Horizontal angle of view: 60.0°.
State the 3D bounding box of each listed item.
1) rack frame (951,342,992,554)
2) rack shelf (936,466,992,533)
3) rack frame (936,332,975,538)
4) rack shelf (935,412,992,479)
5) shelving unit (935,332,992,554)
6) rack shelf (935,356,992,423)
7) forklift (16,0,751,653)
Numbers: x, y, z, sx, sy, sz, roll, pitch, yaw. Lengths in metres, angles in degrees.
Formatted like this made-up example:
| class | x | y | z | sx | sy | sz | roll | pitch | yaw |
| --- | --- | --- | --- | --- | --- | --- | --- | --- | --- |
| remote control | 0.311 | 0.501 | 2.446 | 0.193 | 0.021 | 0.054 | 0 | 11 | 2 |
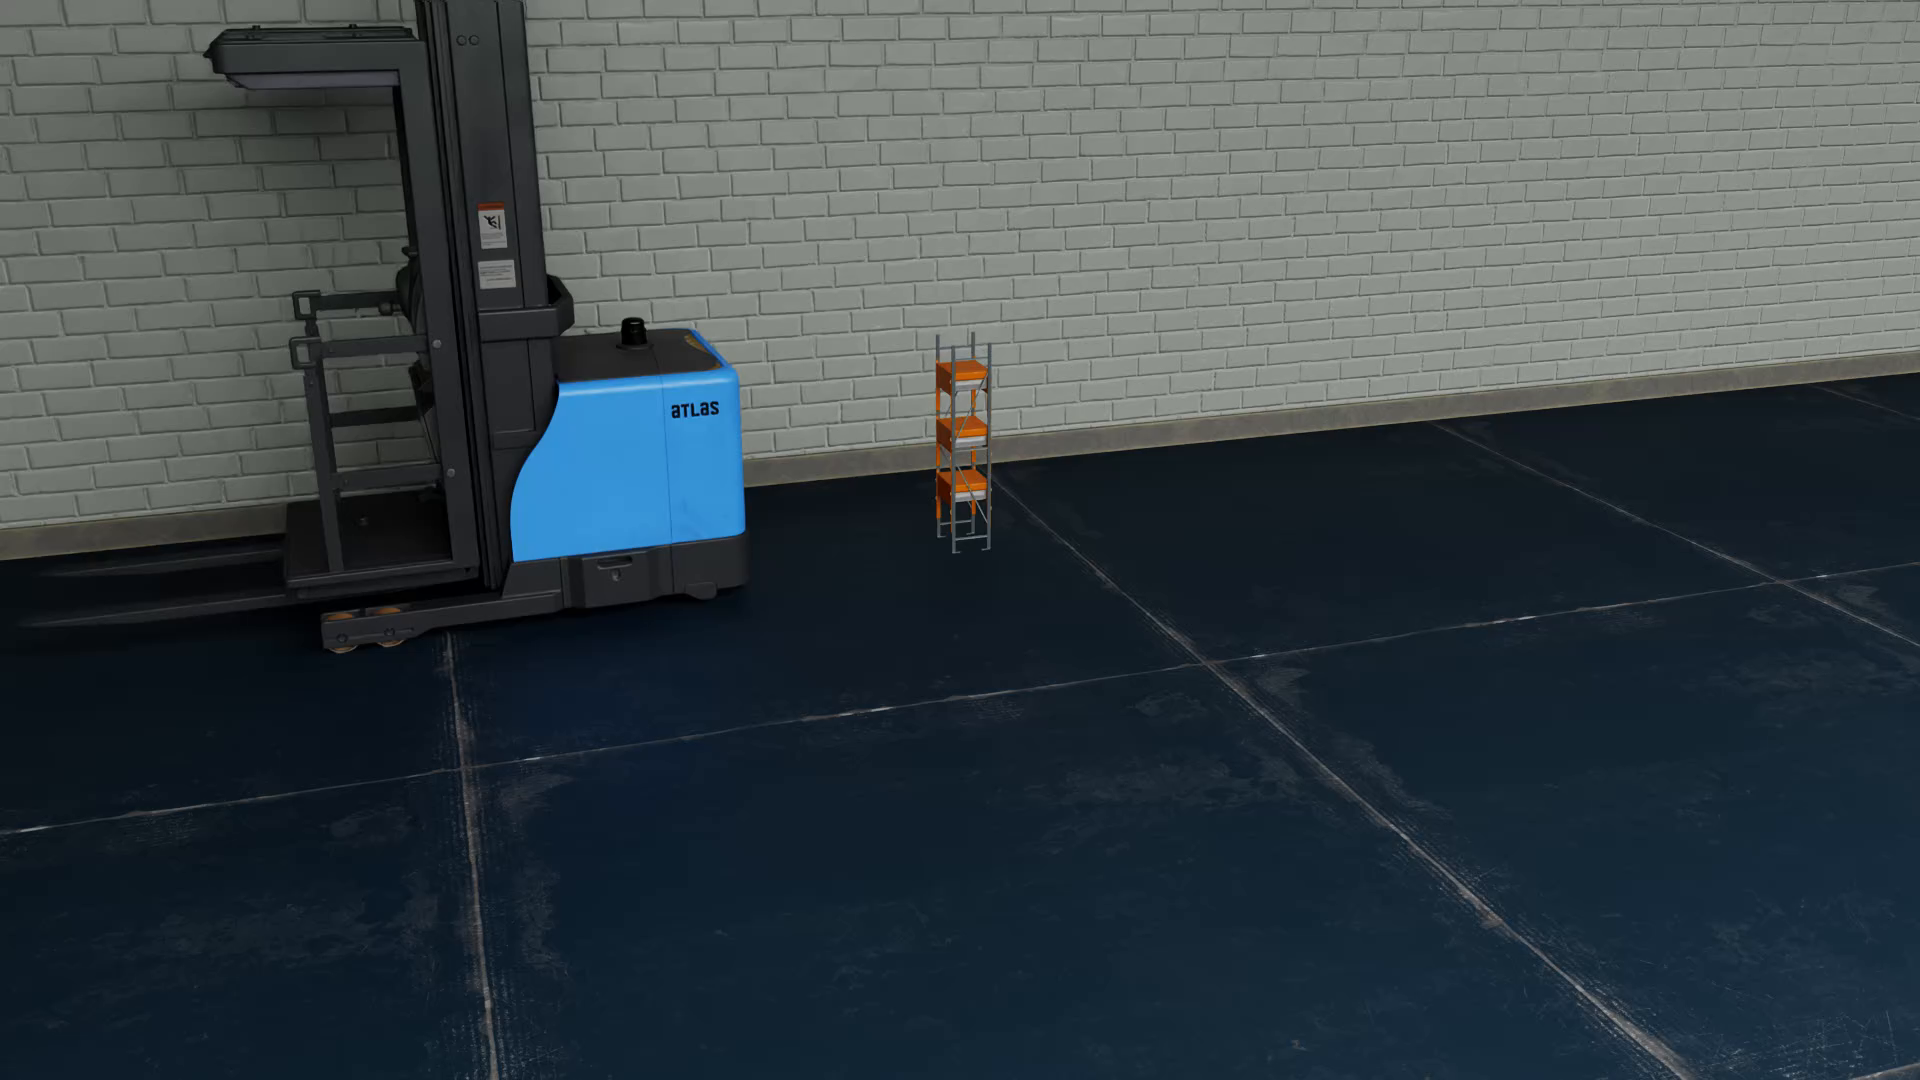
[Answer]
| class | x | y | z | sx | sy | sz | roll | pitch | yaw |
| --- | --- | --- | --- | --- | --- | --- | --- | --- | --- |
| rack frame | 0.055 | -0.438 | 8.082 | 0.200 | 1.050 | 0.008 | -6 | 21 | -17 |
| rack shelf | 0.017 | -0.205 | 8.289 | 0.215 | 0.259 | 0.240 | -6 | 21 | -17 |
| rack frame | -0.022 | -0.516 | 8.300 | 0.200 | 1.050 | 0.008 | -6 | 21 | -17 |
| rack shelf | 0.017 | -0.467 | 8.195 | 0.215 | 0.259 | 0.240 | -6 | 21 | -17 |
| shelving unit | 0.017 | -0.477 | 8.191 | 0.215 | 1.050 | 0.252 | -6 | 21 | -17 |
| rack shelf | 0.017 | -0.734 | 8.099 | 0.215 | 0.259 | 0.240 | -6 | 21 | -17 |
| forklift | -2.541 | -1.100 | 7.143 | 3.031 | 2.935 | 1.130 | -7 | 21 | -19 |
